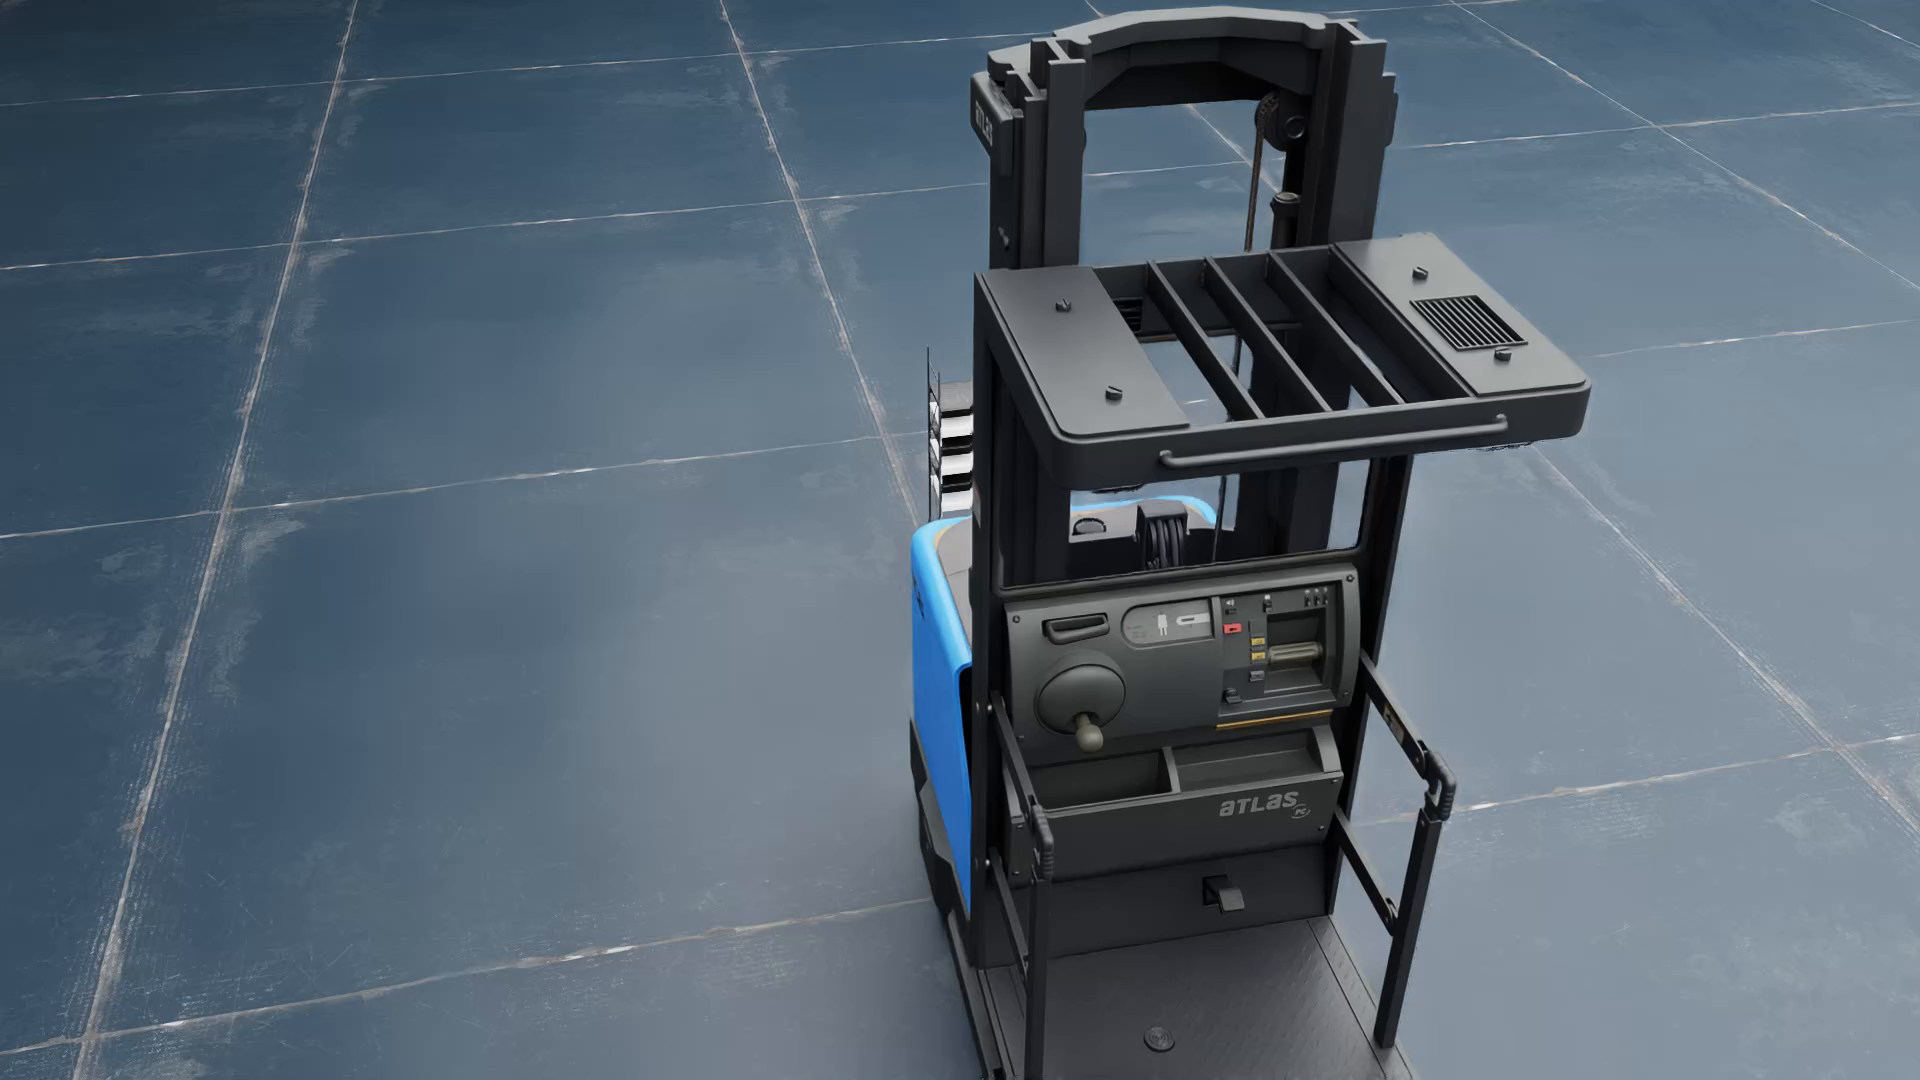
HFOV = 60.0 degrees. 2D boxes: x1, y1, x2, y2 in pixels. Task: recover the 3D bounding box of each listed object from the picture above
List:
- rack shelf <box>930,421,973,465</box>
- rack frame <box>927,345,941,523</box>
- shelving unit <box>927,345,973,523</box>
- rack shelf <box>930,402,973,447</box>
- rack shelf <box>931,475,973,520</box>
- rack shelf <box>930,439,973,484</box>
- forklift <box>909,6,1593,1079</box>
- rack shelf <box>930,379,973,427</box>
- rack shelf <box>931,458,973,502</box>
[{"bbox_3d":[-0.008,-0.420,6.966,0.200,0.077,0.258,-7,35,-11],"label":"rack shelf"},{"bbox_3d":[-0.107,-0.360,6.979,0.006,0.900,0.240,-7,35,-11],"label":"rack frame"},{"bbox_3d":[-0.008,-0.373,6.998,0.210,0.900,0.258,-7,35,-11],"label":"shelving unit"},{"bbox_3d":[-0.008,-0.494,6.916,0.200,0.077,0.258,-7,35,-11],"label":"rack shelf"},{"bbox_3d":[-0.008,-0.196,7.117,0.200,0.077,0.258,-7,35,-11],"label":"rack shelf"},{"bbox_3d":[-0.008,-0.345,7.016,0.200,0.077,0.258,-7,35,-11],"label":"rack shelf"},{"bbox_3d":[0.622,0.364,4.077,1.130,2.935,3.031,-6,34,-10],"label":"forklift"},{"bbox_3d":[-0.008,-0.569,6.866,0.200,0.077,0.258,-7,35,-11],"label":"rack shelf"},{"bbox_3d":[-0.008,-0.270,7.066,0.200,0.077,0.258,-7,35,-11],"label":"rack shelf"}]
